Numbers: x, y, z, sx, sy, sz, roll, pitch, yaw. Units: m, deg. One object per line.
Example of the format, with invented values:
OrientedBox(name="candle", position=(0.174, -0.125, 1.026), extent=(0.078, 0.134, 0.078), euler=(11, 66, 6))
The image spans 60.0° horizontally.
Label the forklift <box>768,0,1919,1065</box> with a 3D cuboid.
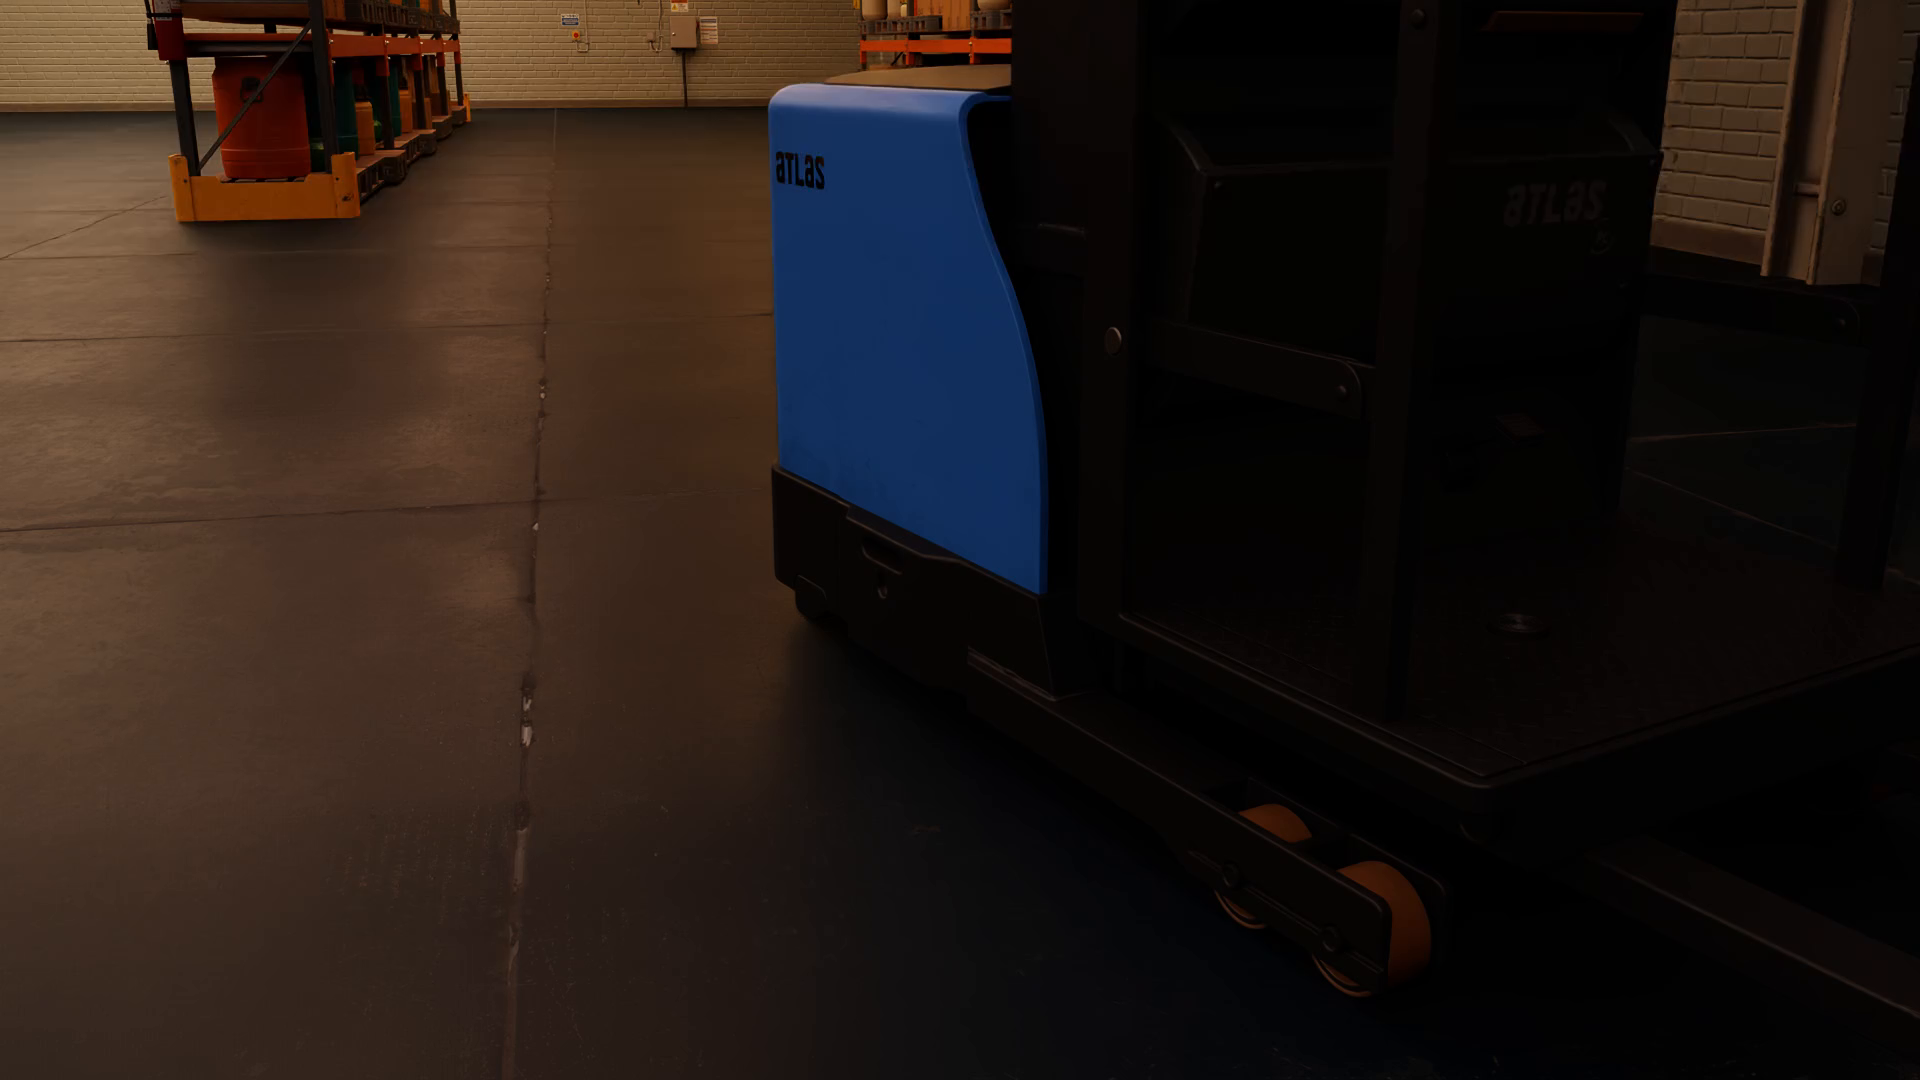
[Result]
OrientedBox(name="forklift", position=(0.796, -0.983, 2.175), extent=(1.130, 2.935, 3.031), euler=(-10, 19, -29))
